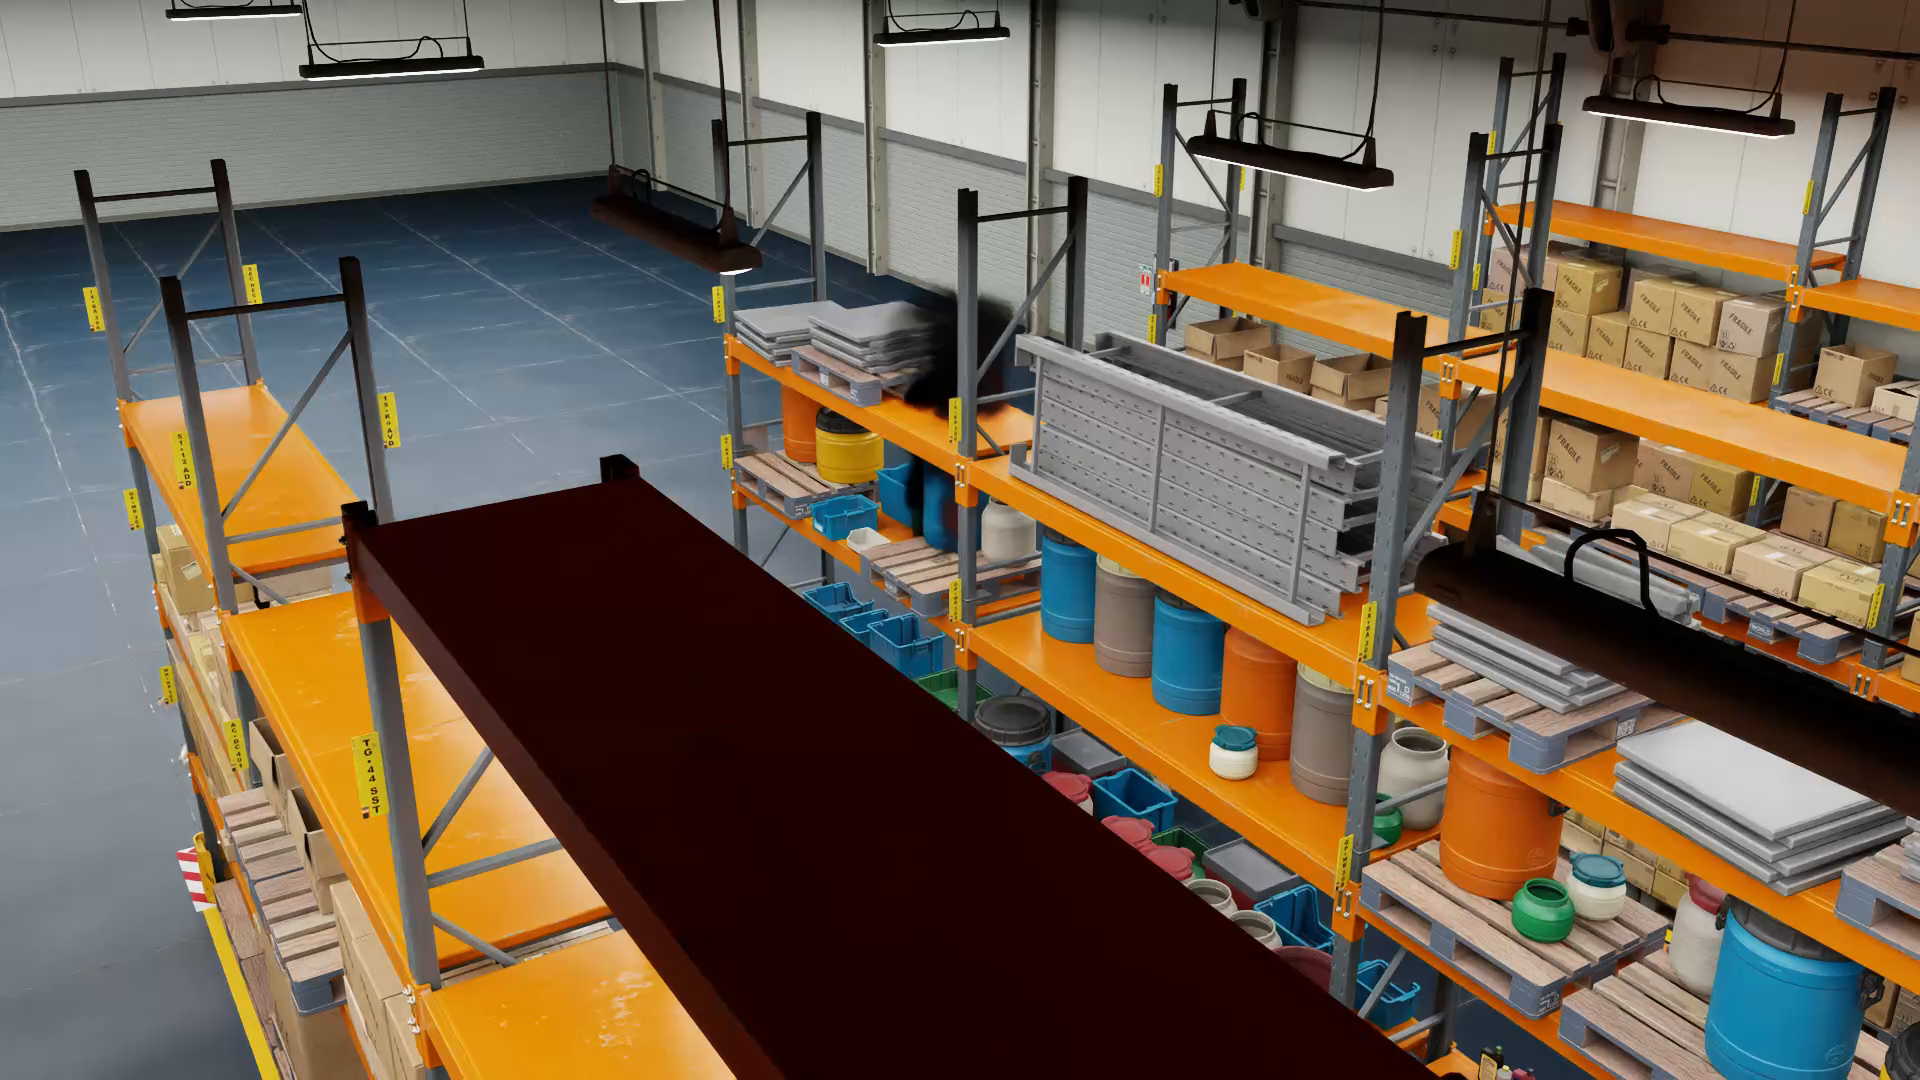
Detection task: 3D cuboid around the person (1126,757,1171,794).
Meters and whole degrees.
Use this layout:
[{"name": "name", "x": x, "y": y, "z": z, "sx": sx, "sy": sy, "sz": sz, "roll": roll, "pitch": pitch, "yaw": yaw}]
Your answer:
[{"name": "person", "x": 1.683, "y": 1.589, "z": 15.326, "sx": 0.720, "sy": 1.580, "sz": 0.603, "roll": 15, "pitch": 26, "yaw": 33}]

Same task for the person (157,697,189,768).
[{"name": "person", "x": -6.846, "y": 1.649, "z": 15.160, "sx": 0.856, "sy": 1.562, "sz": 0.565, "roll": -3, "pitch": 22, "yaw": -7}]
